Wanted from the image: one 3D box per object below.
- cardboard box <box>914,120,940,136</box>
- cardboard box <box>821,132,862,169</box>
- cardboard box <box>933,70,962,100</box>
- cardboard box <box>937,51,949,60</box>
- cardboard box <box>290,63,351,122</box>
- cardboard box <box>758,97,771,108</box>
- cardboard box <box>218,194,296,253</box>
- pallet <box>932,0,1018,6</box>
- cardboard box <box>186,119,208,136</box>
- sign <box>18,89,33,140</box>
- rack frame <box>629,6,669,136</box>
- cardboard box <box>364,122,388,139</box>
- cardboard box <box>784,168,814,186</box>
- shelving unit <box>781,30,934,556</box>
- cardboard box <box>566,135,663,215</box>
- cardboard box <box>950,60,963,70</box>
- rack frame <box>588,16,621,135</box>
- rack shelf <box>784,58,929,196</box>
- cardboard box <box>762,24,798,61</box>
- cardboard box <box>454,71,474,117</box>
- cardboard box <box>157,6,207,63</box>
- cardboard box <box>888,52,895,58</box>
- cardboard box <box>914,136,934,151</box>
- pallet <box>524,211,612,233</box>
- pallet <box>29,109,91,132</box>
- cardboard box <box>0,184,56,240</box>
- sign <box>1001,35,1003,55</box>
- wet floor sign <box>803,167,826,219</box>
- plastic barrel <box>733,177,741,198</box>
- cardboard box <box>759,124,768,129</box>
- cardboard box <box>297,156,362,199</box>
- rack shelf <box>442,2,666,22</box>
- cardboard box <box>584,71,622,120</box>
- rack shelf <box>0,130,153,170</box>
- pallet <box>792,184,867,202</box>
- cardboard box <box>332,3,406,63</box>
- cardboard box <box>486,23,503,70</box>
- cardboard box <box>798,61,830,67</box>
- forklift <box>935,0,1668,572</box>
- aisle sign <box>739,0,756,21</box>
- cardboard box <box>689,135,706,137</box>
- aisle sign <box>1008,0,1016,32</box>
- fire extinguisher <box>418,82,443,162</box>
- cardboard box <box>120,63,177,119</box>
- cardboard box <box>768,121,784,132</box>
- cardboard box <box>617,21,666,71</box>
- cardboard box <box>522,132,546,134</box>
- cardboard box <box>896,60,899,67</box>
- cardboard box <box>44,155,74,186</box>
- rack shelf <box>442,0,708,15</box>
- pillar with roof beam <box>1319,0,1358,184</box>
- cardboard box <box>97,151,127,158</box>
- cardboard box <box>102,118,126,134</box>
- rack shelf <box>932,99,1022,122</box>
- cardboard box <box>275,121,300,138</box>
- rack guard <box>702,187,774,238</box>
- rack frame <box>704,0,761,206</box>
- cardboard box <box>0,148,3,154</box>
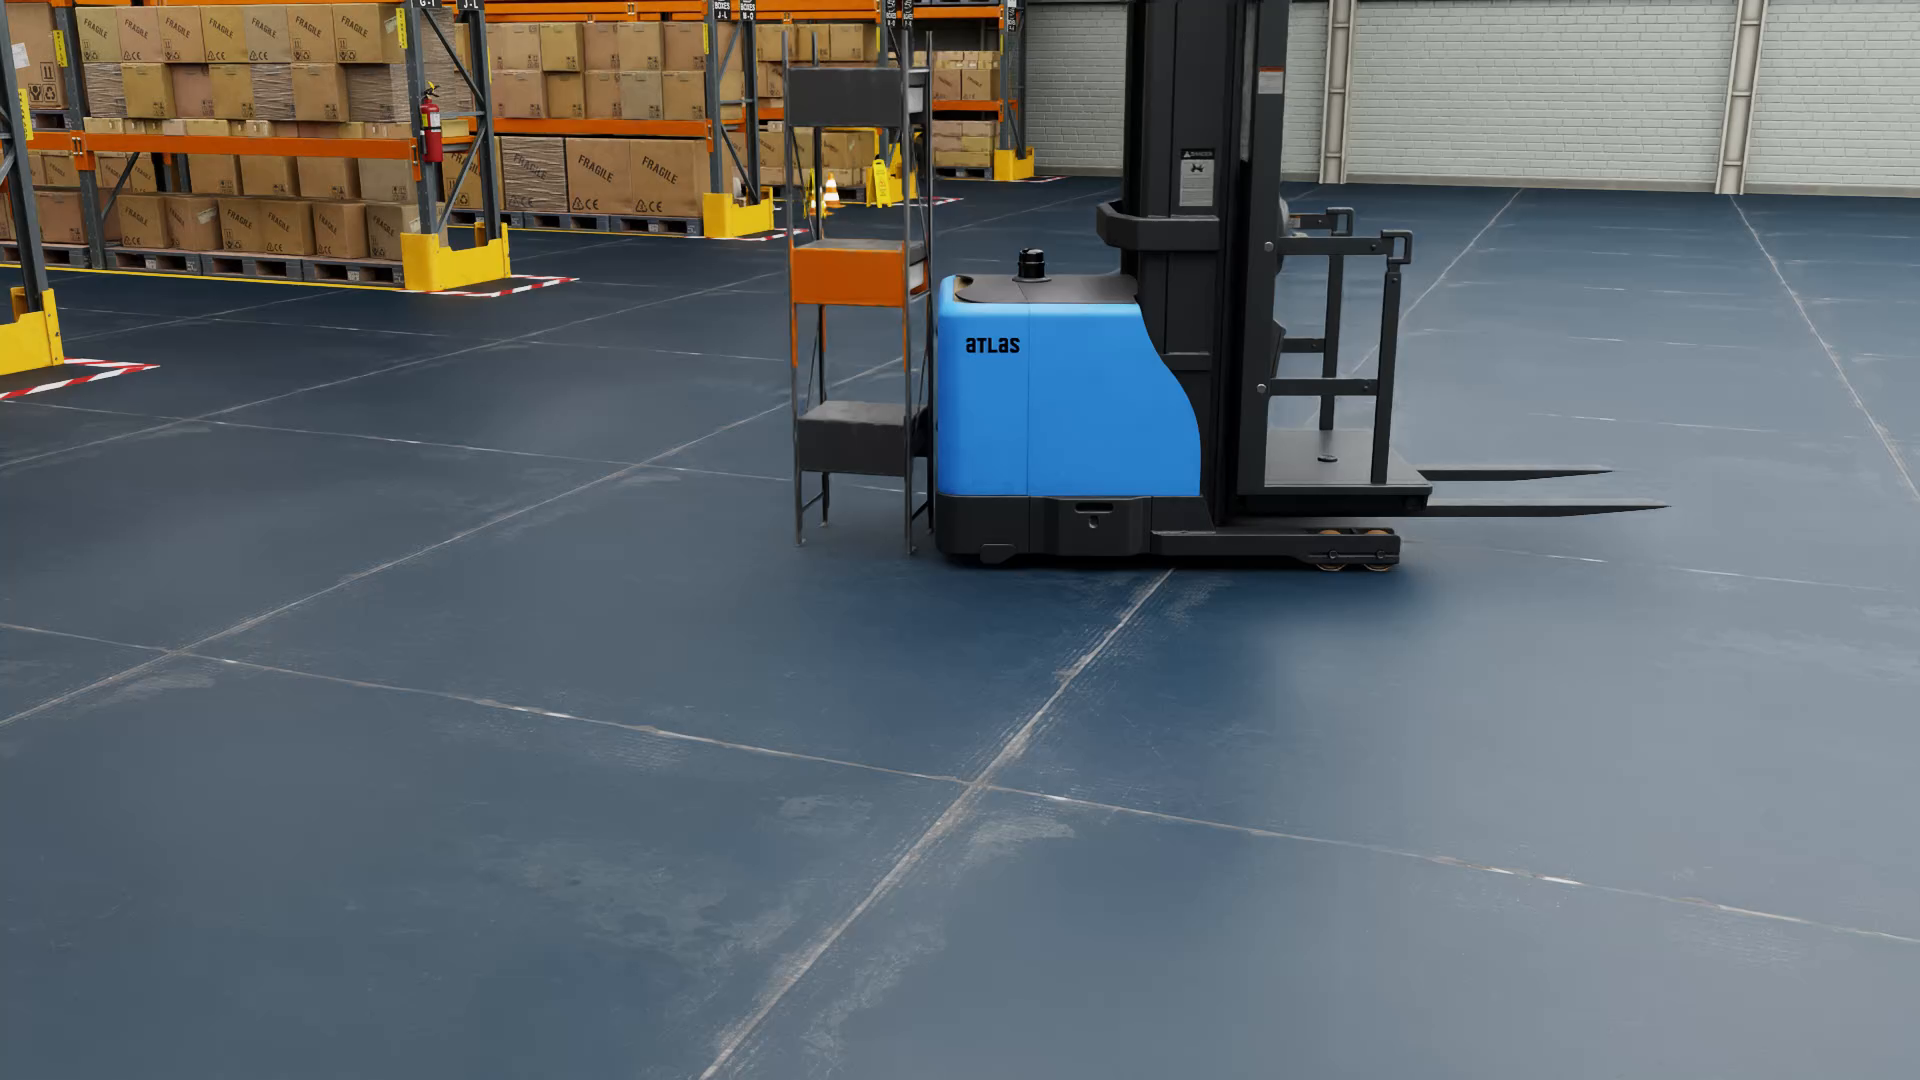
[{"bbox_3d":[-0.586,-7.090,28.602,0.500,0.250,0.500,7,17,21],"label":"cardboard box"},{"bbox_3d":[-1.752,-5.631,24.023,0.500,0.500,0.500,6,17,21],"label":"cardboard box"},{"bbox_3d":[-0.126,-7.749,28.305,0.500,0.500,0.500,7,18,22],"label":"cardboard box"},{"bbox_3d":[-0.202,-8.229,28.263,0.250,0.149,0.380,6,17,21],"label":"cardboard box"},{"bbox_3d":[-5.558,-4.079,15.132,0.500,0.500,0.875,6,17,21],"label":"cardboard box"},{"bbox_3d":[-2.752,-6.399,24.285,0.250,0.149,0.380,6,17,21],"label":"cardboard box"},{"bbox_3d":[-6.768,-3.064,16.079,0.500,0.500,0.500,5,17,16],"label":"cardboard box"},{"bbox_3d":[0.259,-9.140,28.056,1.213,0.211,1.003,6,17,21],"label":"pallet"},{"bbox_3d":[-7.006,-3.872,15.582,0.250,0.149,0.380,6,17,21],"label":"cardboard box"},{"bbox_3d":[-6.158,-2.796,10.927,0.005,0.325,0.100,6,17,21],"label":"sign"},{"bbox_3d":[-4.632,-6.784,25.163,0.127,3.000,1.000,6,17,21],"label":"rack frame"},{"bbox_3d":[-5.120,-3.686,14.940,0.250,0.149,0.380,6,17,21],"label":"cardboard box"},{"bbox_3d":[-2.240,-5.324,24.312,0.500,0.250,0.500,6,17,21],"label":"cardboard box"},{"bbox_3d":[-0.405,-1.014,6.899,0.503,2.100,0.431,4,17,13],"label":"shelving unit"},{"bbox_3d":[-4.107,-4.404,20.021,0.875,0.875,0.875,6,17,20],"label":"cardboard box"},{"bbox_3d":[0.014,-8.046,28.166,0.250,0.149,0.380,7,17,22],"label":"cardboard box"},{"bbox_3d":[-6.535,-8.481,31.008,0.127,3.000,1.000,6,17,21],"label":"rack frame"},{"bbox_3d":[-0.405,-1.673,6.708,0.480,0.518,0.431,4,17,13],"label":"rack shelf"},{"bbox_3d":[-2.446,-7.121,23.816,0.500,0.500,0.700,6,17,20],"label":"cardboard box"},{"bbox_3d":[-6.006,-5.528,20.565,0.550,0.550,0.875,6,17,21],"label":"cardboard box"},{"bbox_3d":[-7.012,-4.671,15.378,0.500,0.500,0.500,6,17,21],"label":"cardboard box"},{"bbox_3d":[-1.160,-8.333,28.620,0.250,0.149,0.380,6,17,21],"label":"cardboard box"},{"bbox_3d":[-0.611,-6.854,28.686,0.500,0.250,0.500,6,17,19],"label":"cardboard box"},{"bbox_3d":[-4.536,-3.929,20.328,1.213,0.211,1.003,6,17,21],"label":"pallet"},{"bbox_3d":[-8.925,-4.238,16.736,1.213,0.211,1.003,6,17,21],"label":"pallet"},{"bbox_3d":[-9.788,-3.404,17.214,0.500,0.500,0.700,5,17,16],"label":"cardboard box"},{"bbox_3d":[0.695,-8.193,27.515,0.005,0.325,0.100,6,17,21],"label":"sign"},{"bbox_3d":[-1.879,-4.461,21.383,0.232,0.644,0.267,3,17,11],"label":"wet floor sign"},{"bbox_3d":[-3.388,-4.957,23.488,0.512,0.421,0.421,-9,18,-27],"label":"plastic barrel"},{"bbox_3d":[-3.303,-7.184,30.045,0.625,0.625,0.875,7,18,23],"label":"cardboard box"},{"bbox_3d":[-7.860,-4.751,21.442,0.750,0.750,1.050,6,17,21],"label":"cardboard box"},{"bbox_3d":[-6.492,-8.084,25.550,4.000,0.370,1.077,6,17,21],"label":"rack shelf"},{"bbox_3d":[-3.989,-5.320,19.849,0.550,0.550,0.875,6,17,21],"label":"cardboard box"},{"bbox_3d":[-10.128,-4.073,17.115,4.000,0.370,1.077,6,17,21],"label":"rack shelf"},{"bbox_3d":[-1.724,-5.136,24.487,1.213,0.211,1.003,6,17,21],"label":"pallet"},{"bbox_3d":[-5.149,-4.468,14.678,0.500,0.500,0.500,6,17,21],"label":"cardboard box"},{"bbox_3d":[-5.469,-6.008,20.283,0.550,0.550,0.875,6,17,21],"label":"cardboard box"},{"bbox_3d":[-1.981,-6.603,23.824,0.500,0.500,0.500,6,17,21],"label":"cardboard box"},{"bbox_3d":[1.413,-1.428,6.837,3.031,2.935,1.130,0,16,0],"label":"forklift"},{"bbox_3d":[-2.457,-6.400,19.176,0.004,0.787,0.394,6,17,21],"label":"aisle sign"},{"bbox_3d":[-3.680,-5.844,24.756,0.500,0.500,0.500,7,18,23],"label":"cardboard box"},{"bbox_3d":[0.860,-8.829,27.541,0.004,0.787,0.394,6,17,21],"label":"aisle sign"},{"bbox_3d":[-4.609,-3.637,14.459,0.183,0.674,0.296,6,17,21],"label":"fire extinguisher"},{"bbox_3d":[-7.420,-4.283,15.833,0.500,0.500,0.875,6,17,21],"label":"cardboard box"},{"bbox_3d":[-2.595,-6.016,24.188,0.250,0.149,0.380,7,18,23],"label":"cardboard box"},{"bbox_3d":[-3.509,-5.752,19.401,0.550,0.550,0.875,6,17,21],"label":"cardboard box"},{"bbox_3d":[-7.957,-7.577,31.623,0.500,0.500,0.500,7,18,23],"label":"cardboard box"},{"bbox_3d":[-0.920,-8.159,28.555,0.250,0.149,0.380,6,17,20],"label":"cardboard box"},{"bbox_3d":[-12.221,-5.062,22.959,0.500,0.500,0.500,7,17,22],"label":"cardboard box"},{"bbox_3d":[-4.493,-6.381,19.683,4.000,0.370,1.077,6,17,21],"label":"rack shelf"},{"bbox_3d":[4.592,-9.119,22.443,0.400,9.000,9.100,6,17,21],"label":"pillar with roof beam"},{"bbox_3d":[-11.281,-5.312,22.475,0.500,0.250,0.500,7,17,21],"label":"cardboard box"},{"bbox_3d":[-7.950,-3.965,15.900,0.250,0.149,0.380,6,17,21],"label":"cardboard box"},{"bbox_3d":[-0.953,-7.522,28.994,4.000,0.370,1.077,6,17,21],"label":"rack shelf"},{"bbox_3d":[-6.057,-3.784,15.277,0.250,0.149,0.380,6,17,21],"label":"cardboard box"},{"bbox_3d":[-2.611,-3.878,19.636,0.348,0.500,1.175,6,17,21],"label":"rack guard"},{"bbox_3d":[-2.633,-5.081,19.296,0.127,3.000,1.000,6,17,21],"label":"rack frame"},{"bbox_3d":[-13.205,-5.526,23.213,0.500,0.250,0.500,5,17,18],"label":"cardboard box"}]
